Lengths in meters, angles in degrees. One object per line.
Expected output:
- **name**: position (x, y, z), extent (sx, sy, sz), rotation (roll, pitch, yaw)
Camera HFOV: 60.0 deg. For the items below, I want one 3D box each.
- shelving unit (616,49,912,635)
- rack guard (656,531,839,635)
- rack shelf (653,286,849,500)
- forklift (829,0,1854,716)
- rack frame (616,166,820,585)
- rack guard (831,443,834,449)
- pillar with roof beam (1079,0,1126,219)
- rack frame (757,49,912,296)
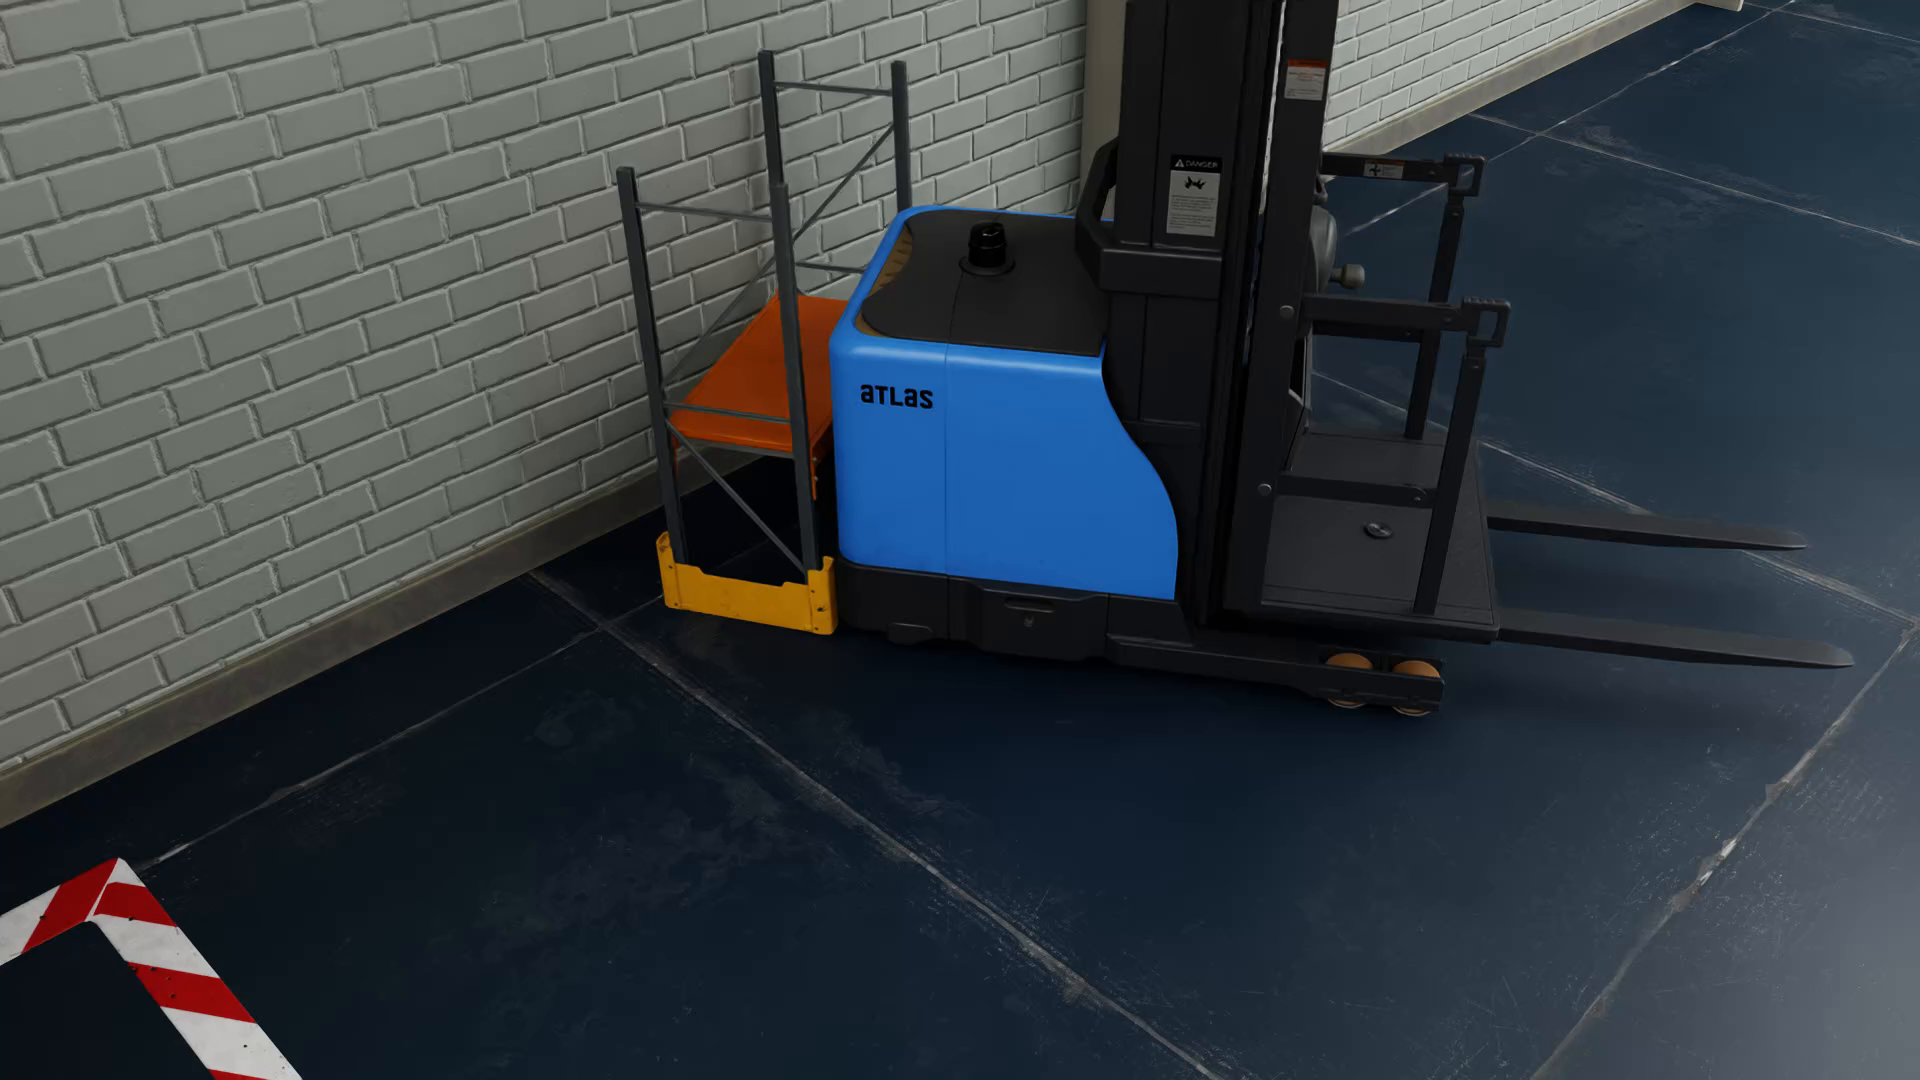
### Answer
- **shelving unit**: position (-0.548, -0.651, 5.361), extent (0.587, 1.500, 1.083), rotation (9, 36, 14)
- **rack guard**: position (-0.680, 0.137, 5.326), extent (0.587, 0.250, 0.087), rotation (9, 36, 14)
- **rack shelf**: position (-0.542, -0.508, 5.470), extent (0.538, 0.185, 1.000), rotation (9, 36, 14)
- **forklift**: position (1.178, -1.006, 4.630), extent (3.031, 2.935, 1.130), rotation (6, 35, 9)
- **rack frame**: position (-0.693, -0.377, 4.970), extent (0.500, 1.500, 0.032), rotation (9, 36, 14)
- **rack guard**: position (-0.391, -0.411, 6.107), extent (0.587, 0.250, 0.087), rotation (9, 36, 14)
- **pillar with roof beam**: position (3.798, -3.021, 2.216), extent (9.100, 9.000, 0.400), rotation (30, 45, 35)
- **rack frame**: position (-0.398, -0.935, 5.766), extent (0.500, 1.500, 0.032), rotation (9, 36, 14)
